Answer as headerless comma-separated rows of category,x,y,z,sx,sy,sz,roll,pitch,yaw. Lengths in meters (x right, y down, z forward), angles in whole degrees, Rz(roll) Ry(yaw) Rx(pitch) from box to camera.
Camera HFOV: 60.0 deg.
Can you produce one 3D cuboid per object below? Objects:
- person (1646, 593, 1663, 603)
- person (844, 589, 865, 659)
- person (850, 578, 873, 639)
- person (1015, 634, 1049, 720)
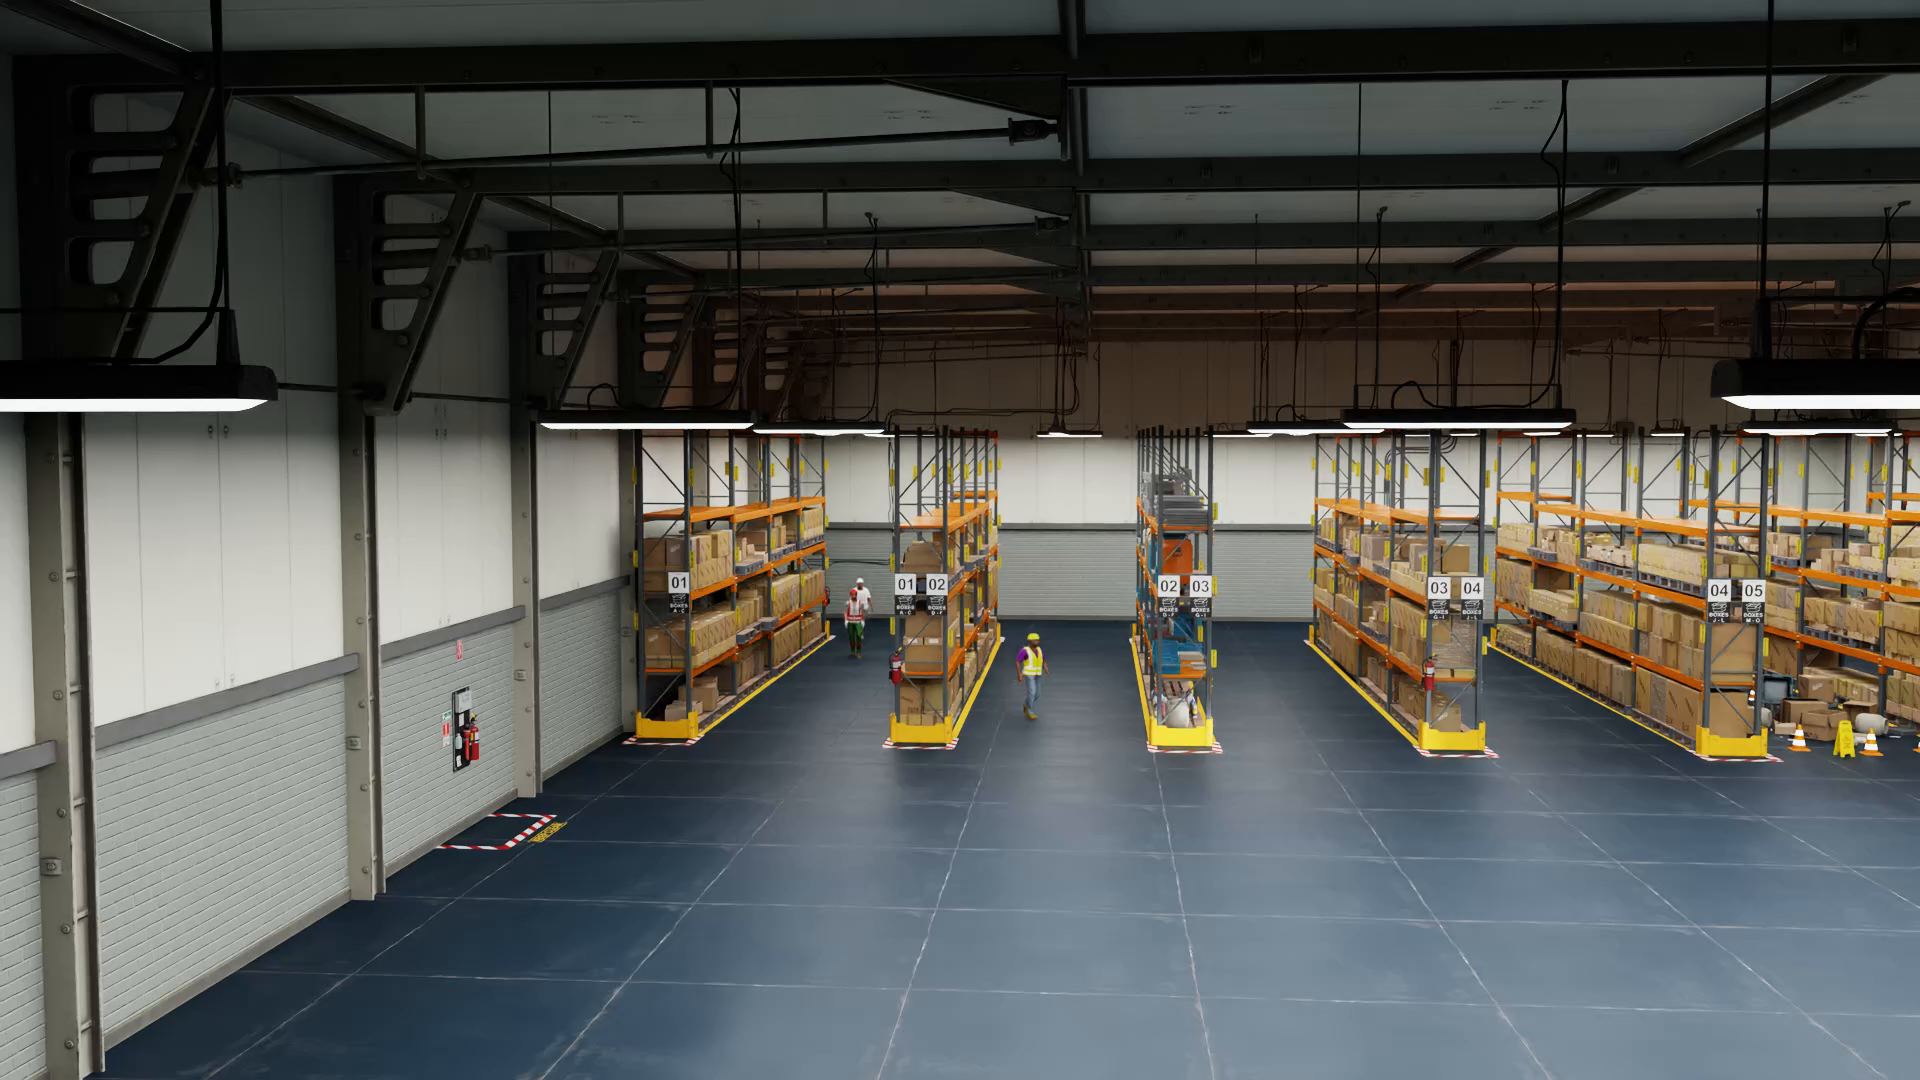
person,19.758,1.971,47.522,0.995,1.730,0.538,0,3,4
person,-2.792,2.214,43.851,0.540,1.822,0.785,0,3,-1
person,-2.833,1.965,47.878,0.614,1.716,0.999,-1,4,-18
person,1.497,2.802,34.333,0.678,1.741,0.801,-3,4,-37
